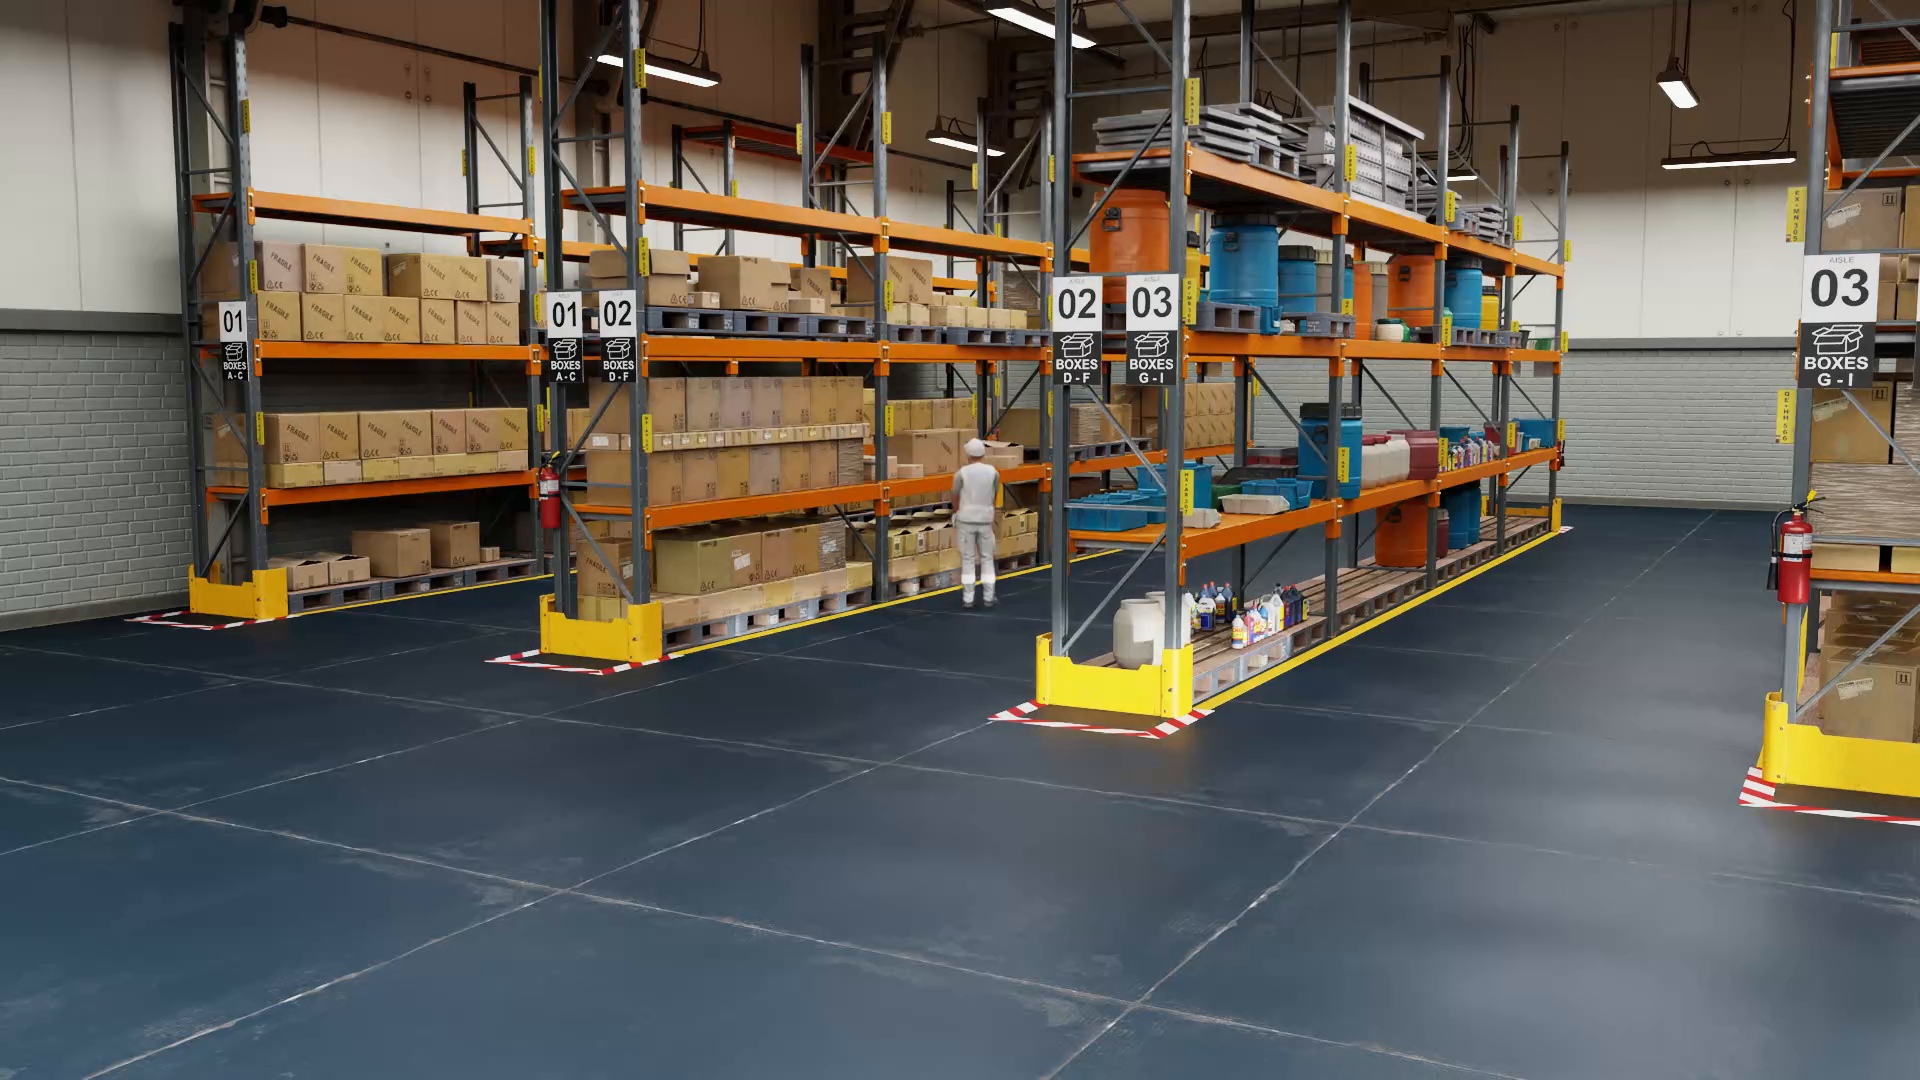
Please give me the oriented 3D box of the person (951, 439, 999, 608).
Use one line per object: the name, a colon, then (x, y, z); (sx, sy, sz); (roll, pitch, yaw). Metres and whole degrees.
person: (0.162, -0.185, 17.688); (0.578, 1.792, 0.498); (-2, 6, -17)
